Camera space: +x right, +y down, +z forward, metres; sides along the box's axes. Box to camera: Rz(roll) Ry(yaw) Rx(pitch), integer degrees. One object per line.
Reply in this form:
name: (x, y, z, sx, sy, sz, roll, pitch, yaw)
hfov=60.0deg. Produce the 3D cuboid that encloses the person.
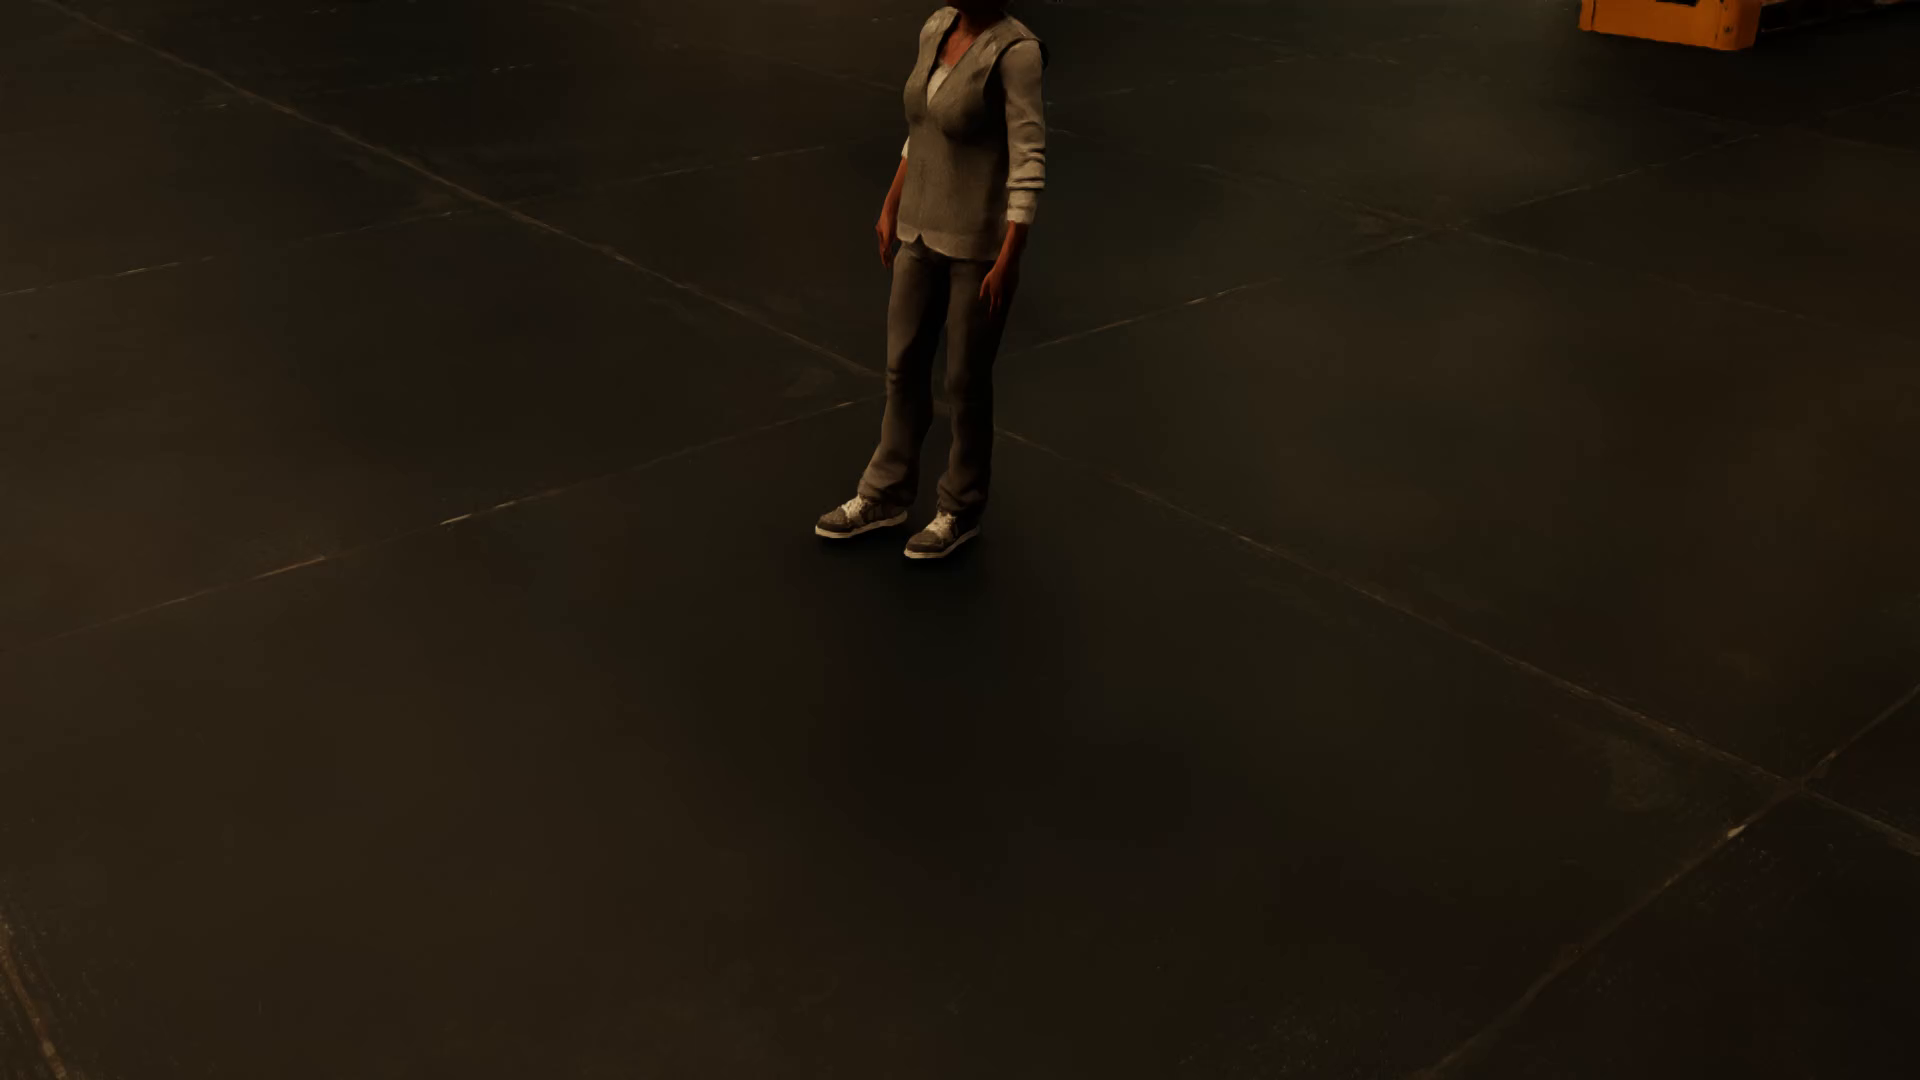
person: (-0.066, -0.699, 4.113, 0.474, 1.583, 0.521, -20, 33, -35)
